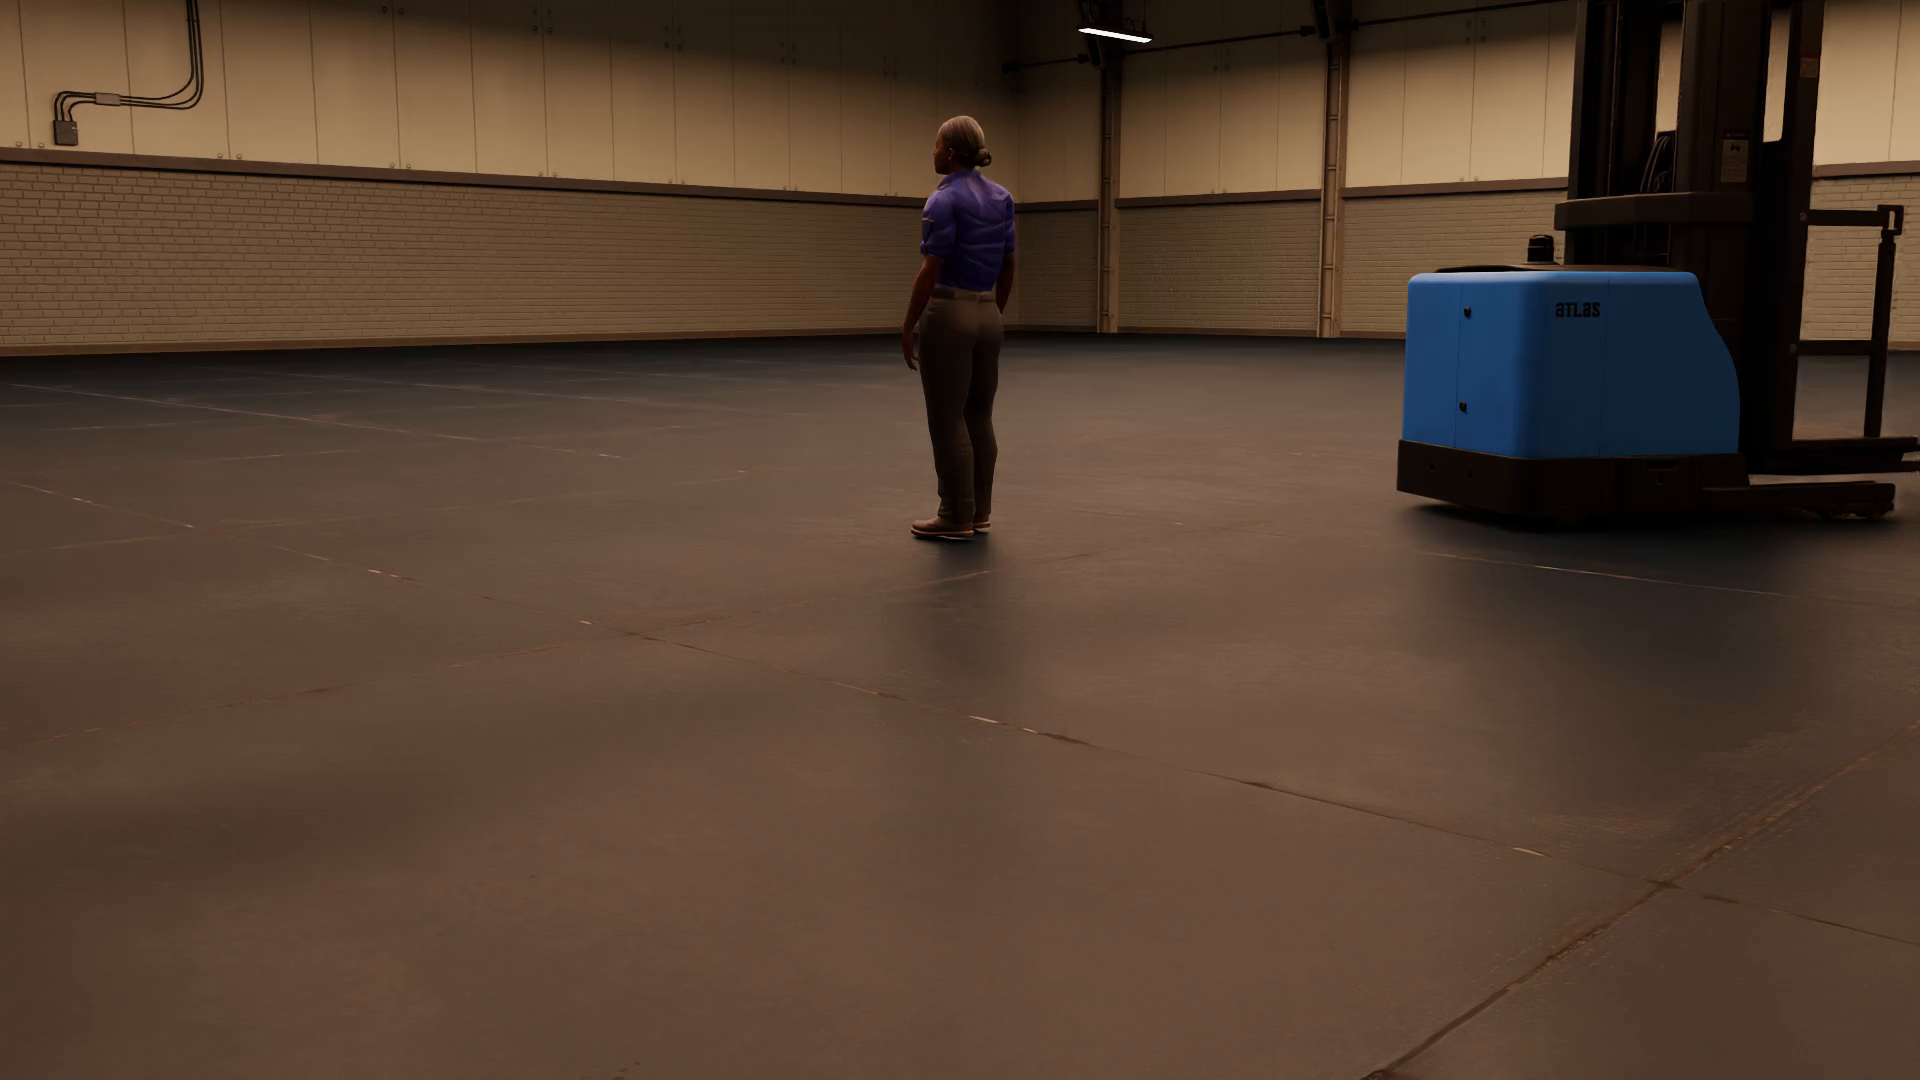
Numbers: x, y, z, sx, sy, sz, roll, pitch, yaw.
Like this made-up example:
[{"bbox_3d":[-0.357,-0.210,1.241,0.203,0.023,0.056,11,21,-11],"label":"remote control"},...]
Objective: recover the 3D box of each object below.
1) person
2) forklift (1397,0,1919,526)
[{"bbox_3d":[-0.049,-0.837,6.668,0.503,1.656,0.569,8,12,43],"label":"person"},{"bbox_3d":[3.617,-1.606,7.541,3.031,2.935,1.130,-2,9,-16],"label":"forklift"}]
